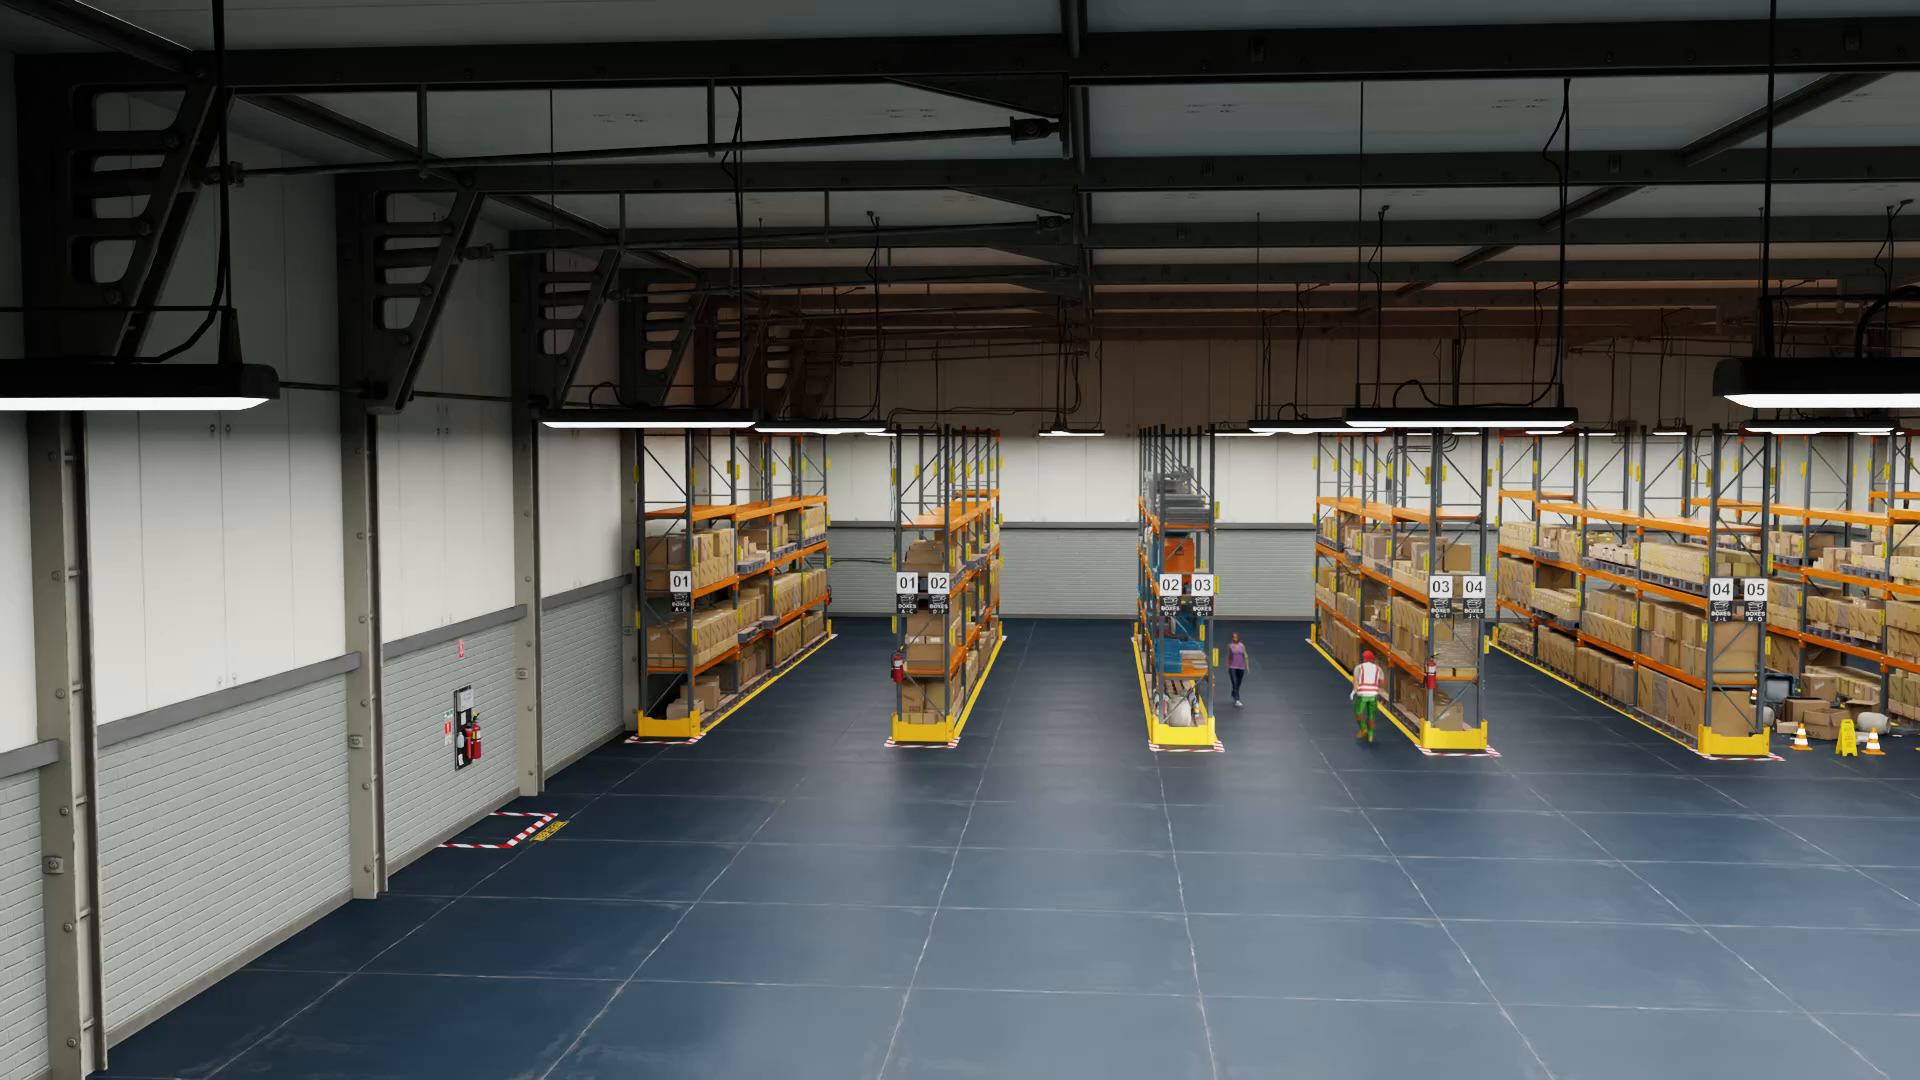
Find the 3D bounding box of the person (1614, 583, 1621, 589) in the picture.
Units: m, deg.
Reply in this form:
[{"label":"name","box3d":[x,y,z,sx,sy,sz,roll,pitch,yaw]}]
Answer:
[{"label":"person","box3d":[19.000,1.972,47.966,0.968,1.639,0.465,-1,4,-13]}]

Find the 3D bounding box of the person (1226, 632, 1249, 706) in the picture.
[{"label":"person","box3d":[5.960,2.751,35.680,0.443,1.552,0.881,0,3,-5]}]

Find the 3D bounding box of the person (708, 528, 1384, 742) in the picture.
[{"label":"person","box3d":[1.357,1.786,33.471,13.781,3.809,3.044,0,3,6]}]
